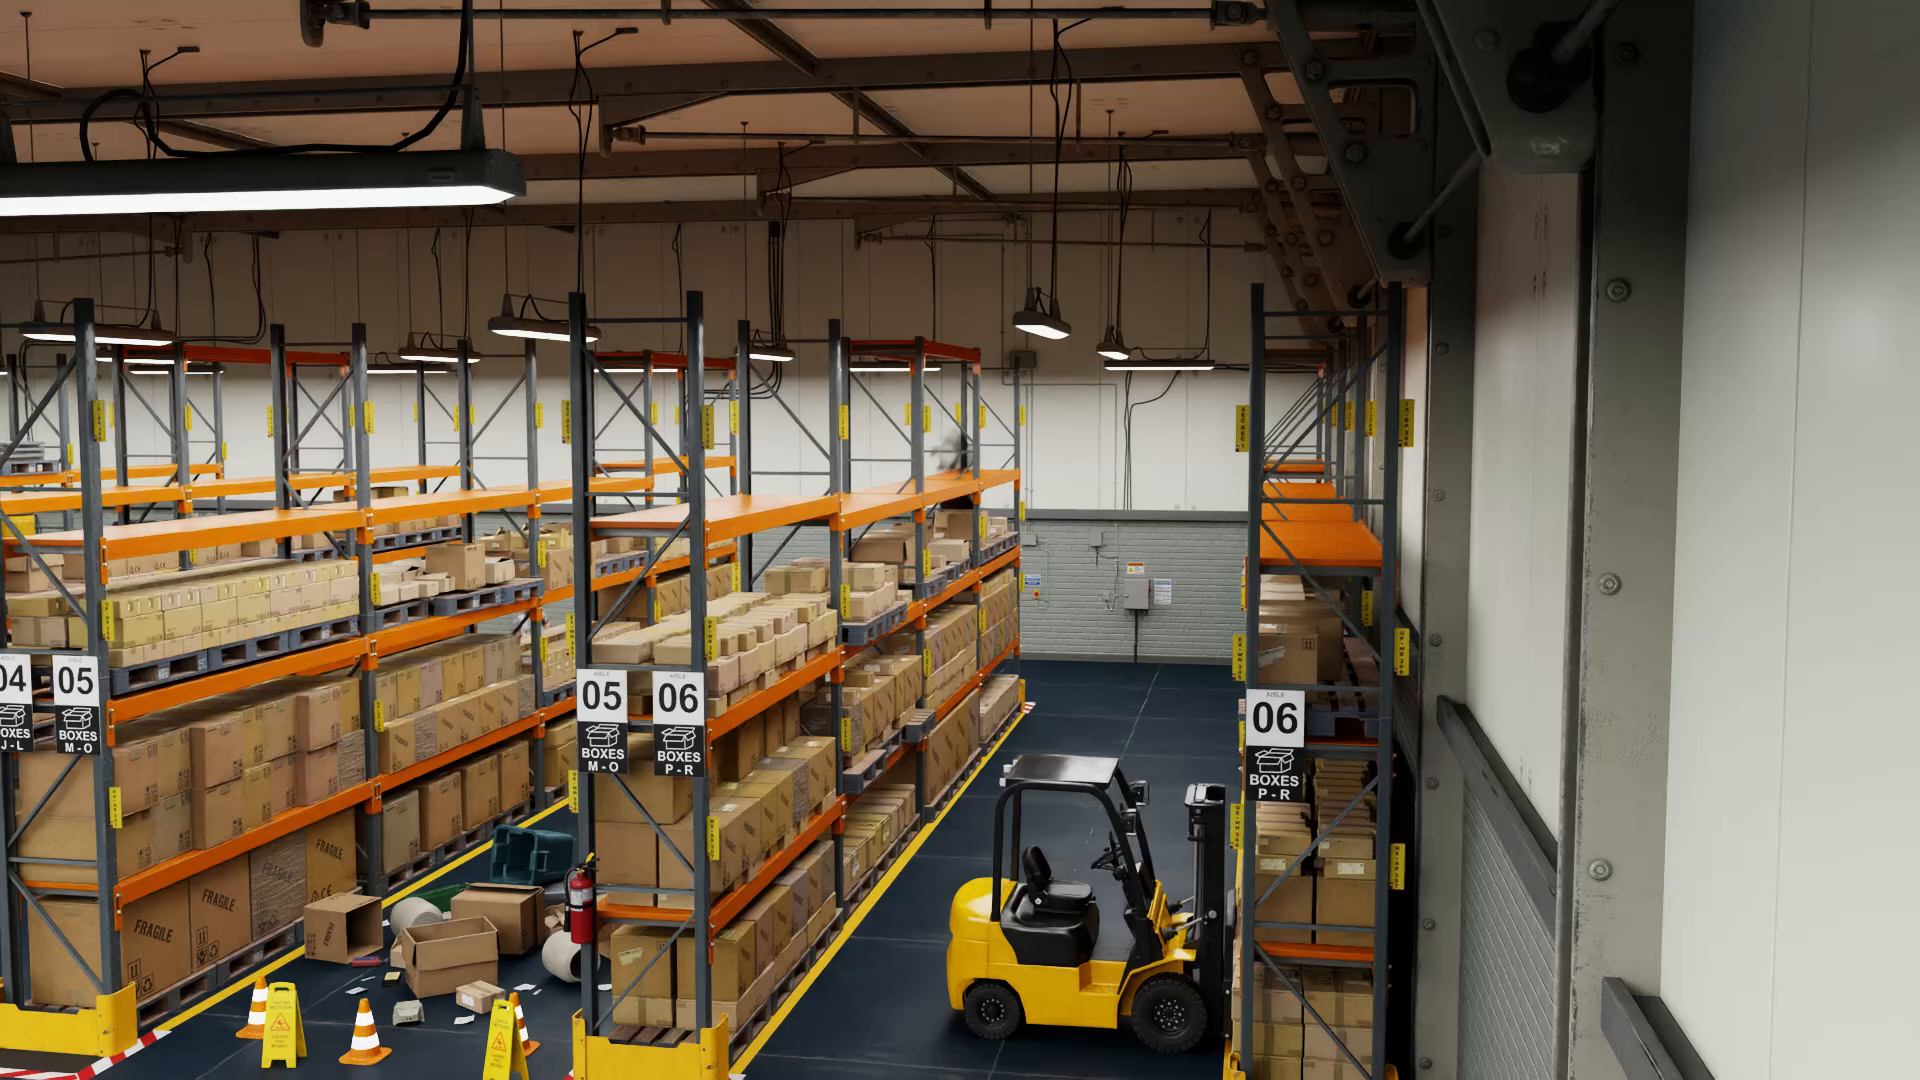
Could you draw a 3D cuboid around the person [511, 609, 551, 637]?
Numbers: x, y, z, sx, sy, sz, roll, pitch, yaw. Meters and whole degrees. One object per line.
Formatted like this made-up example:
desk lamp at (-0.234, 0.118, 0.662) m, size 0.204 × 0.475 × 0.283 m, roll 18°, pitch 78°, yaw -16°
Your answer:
person at (-7.607, 1.924, 29.496) m, size 0.676 × 1.801 × 0.902 m, roll -1°, pitch 5°, yaw -9°
